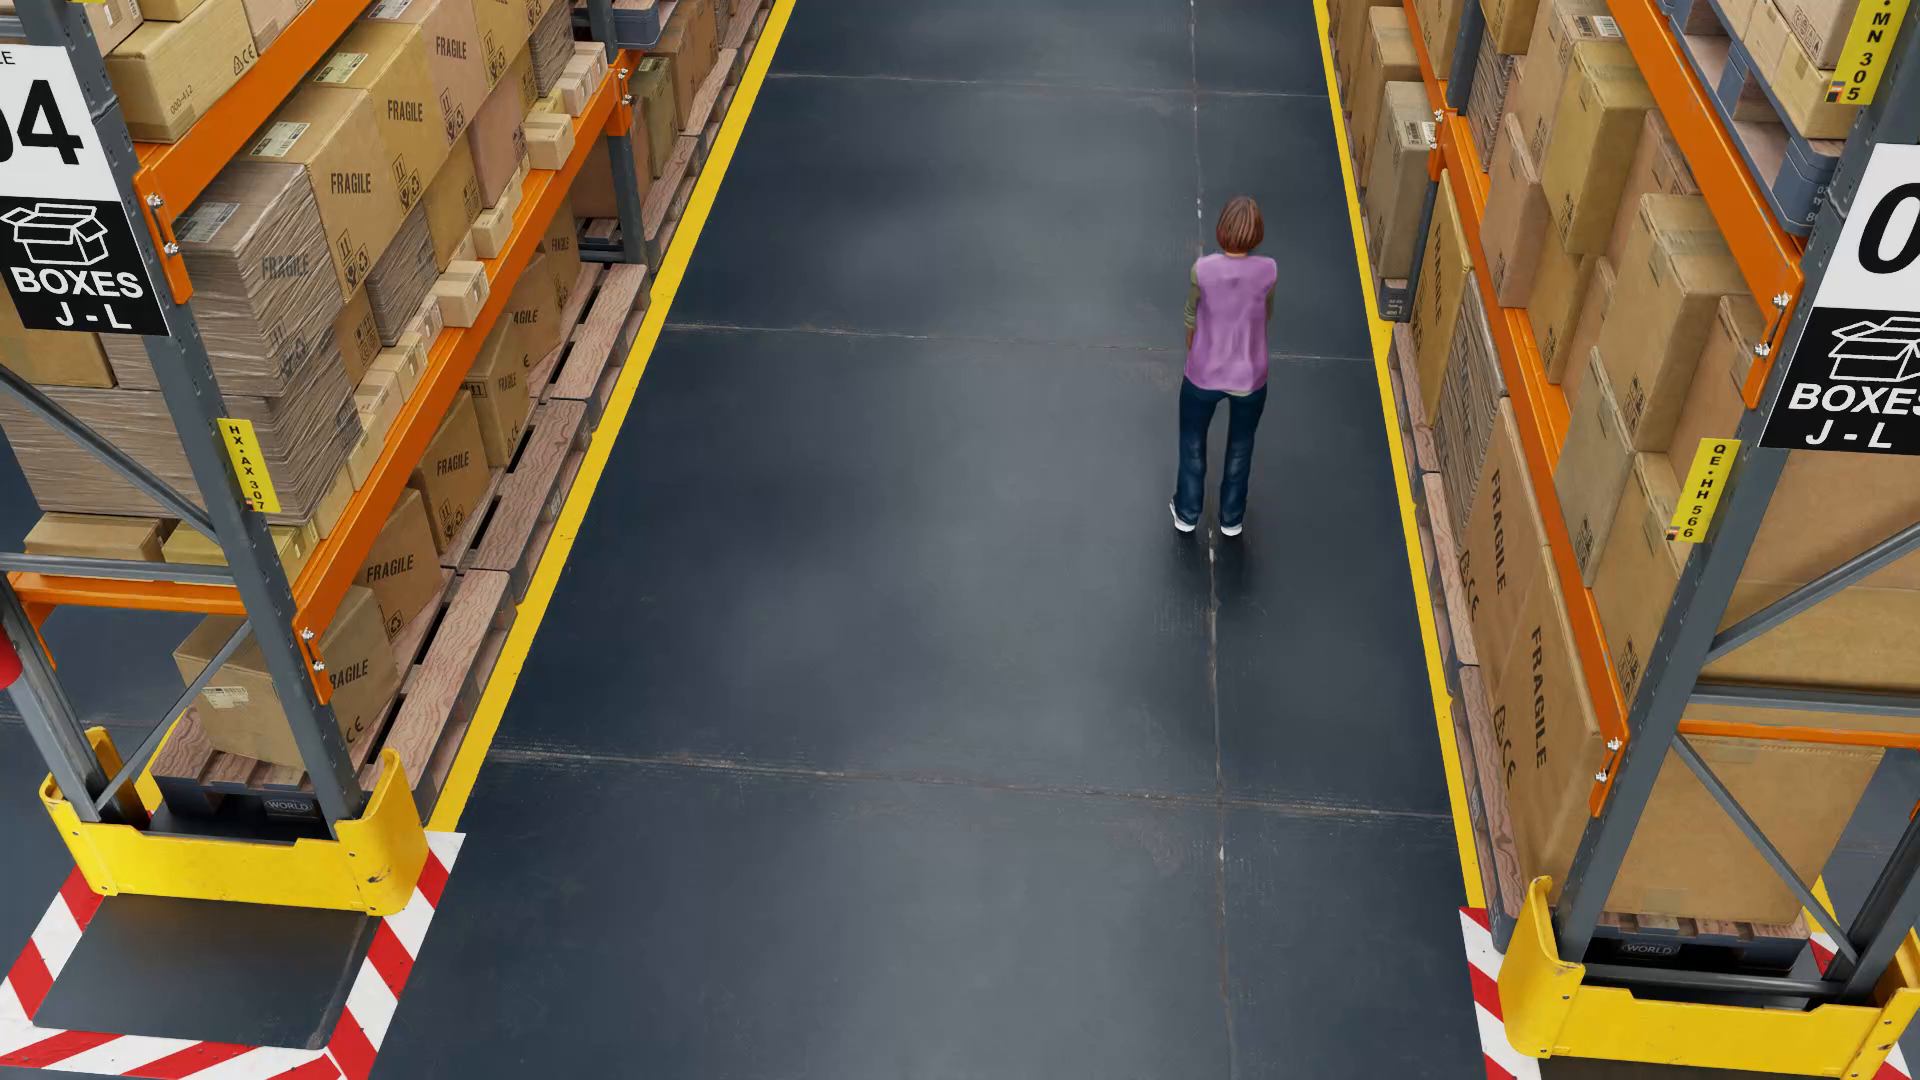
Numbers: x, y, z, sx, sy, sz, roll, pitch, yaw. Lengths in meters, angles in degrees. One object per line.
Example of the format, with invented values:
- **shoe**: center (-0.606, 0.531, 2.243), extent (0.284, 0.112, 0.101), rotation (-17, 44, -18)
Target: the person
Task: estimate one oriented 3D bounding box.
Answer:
- **person**: center (1.093, -0.690, 6.970), extent (0.484, 1.593, 0.344), rotation (1, 41, 1)
